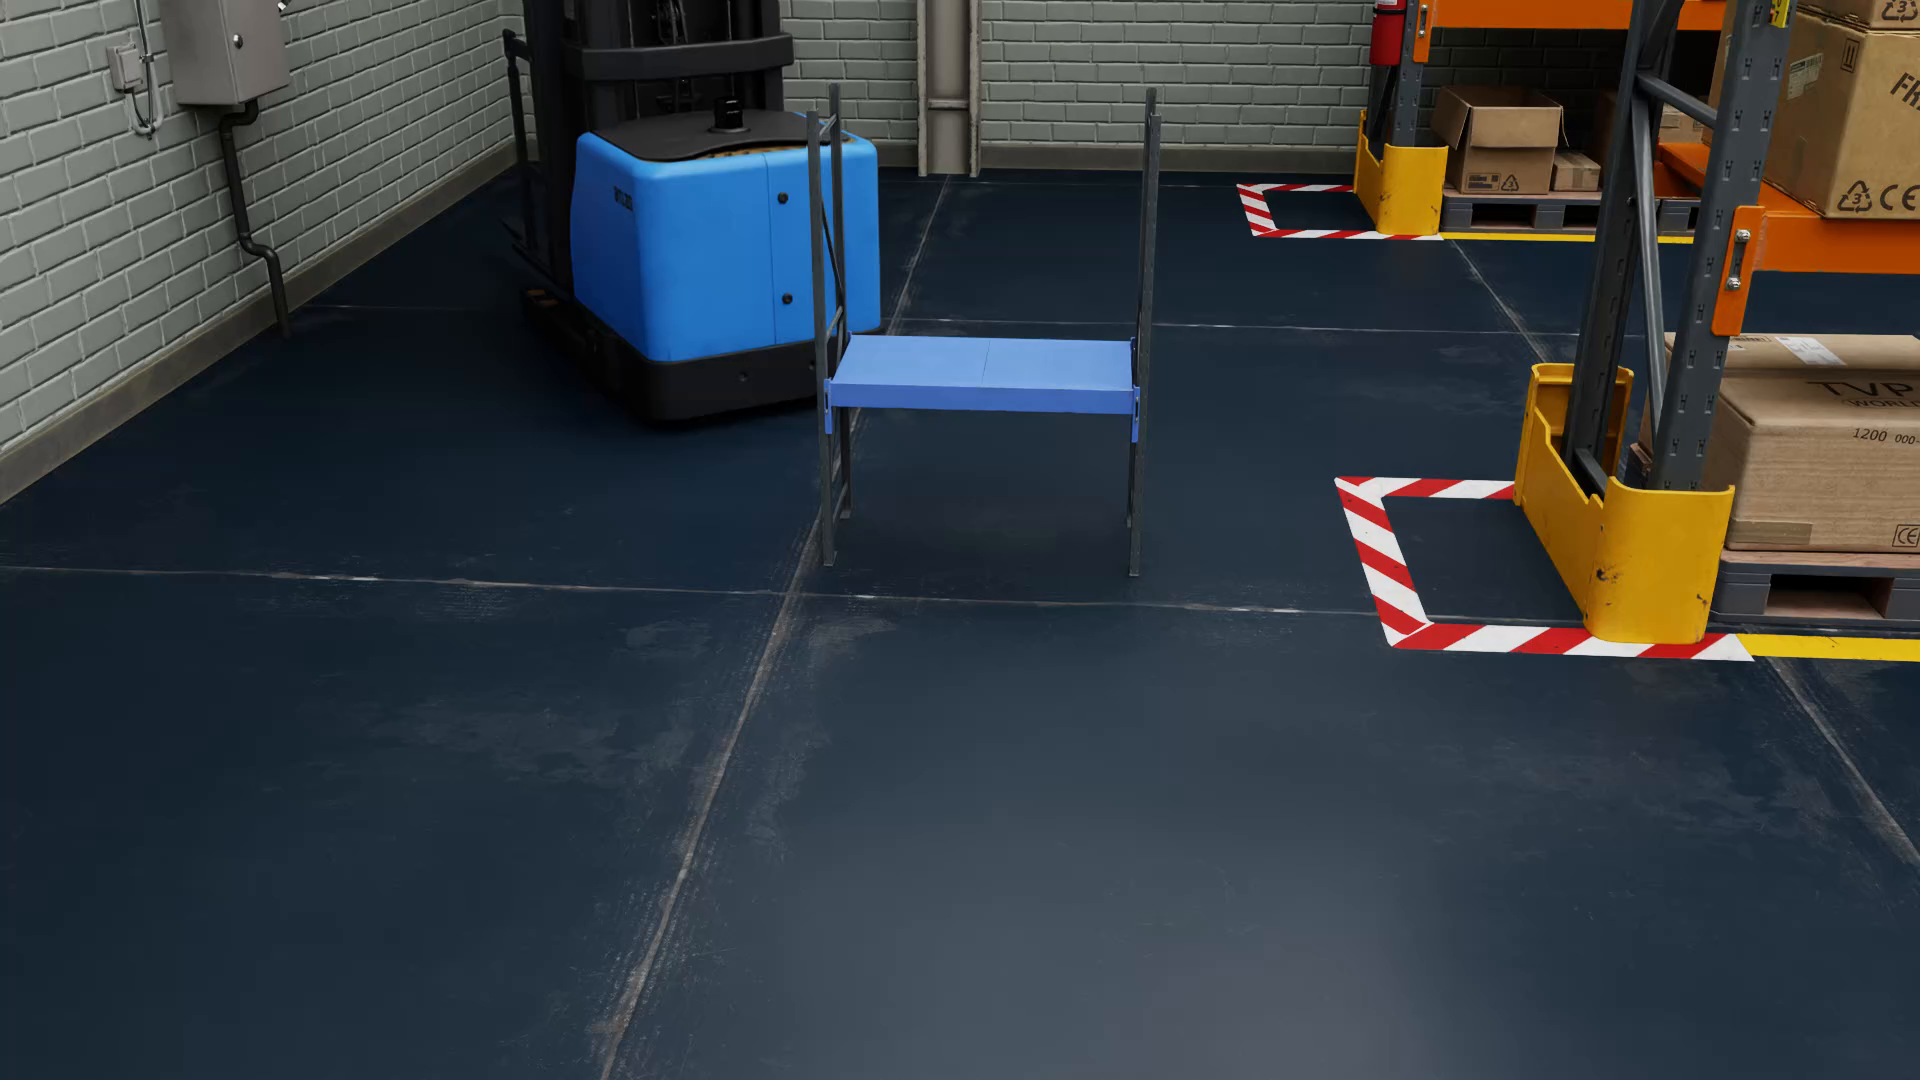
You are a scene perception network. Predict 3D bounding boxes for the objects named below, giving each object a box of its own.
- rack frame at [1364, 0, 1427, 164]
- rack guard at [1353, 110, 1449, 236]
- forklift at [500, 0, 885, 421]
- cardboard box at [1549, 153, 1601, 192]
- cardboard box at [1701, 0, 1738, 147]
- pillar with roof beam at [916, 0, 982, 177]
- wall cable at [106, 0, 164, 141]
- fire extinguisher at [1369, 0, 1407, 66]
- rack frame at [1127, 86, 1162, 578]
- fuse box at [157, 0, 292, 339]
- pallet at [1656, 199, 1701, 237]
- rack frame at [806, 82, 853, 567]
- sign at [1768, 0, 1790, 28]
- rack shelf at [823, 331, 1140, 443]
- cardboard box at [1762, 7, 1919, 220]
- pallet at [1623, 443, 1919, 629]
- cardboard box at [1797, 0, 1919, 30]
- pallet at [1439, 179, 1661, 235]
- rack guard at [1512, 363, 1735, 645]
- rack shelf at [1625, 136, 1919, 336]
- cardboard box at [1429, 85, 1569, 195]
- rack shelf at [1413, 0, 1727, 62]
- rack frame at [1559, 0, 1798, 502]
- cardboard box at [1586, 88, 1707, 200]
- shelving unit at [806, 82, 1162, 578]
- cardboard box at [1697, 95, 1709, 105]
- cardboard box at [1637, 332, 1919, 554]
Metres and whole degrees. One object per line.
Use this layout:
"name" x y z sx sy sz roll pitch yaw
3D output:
"rack frame" 2.550 -3.358 9.460 0.127 3.000 1.000 2 25 4
"rack guard" 2.626 -2.220 9.977 0.348 0.500 1.175 2 25 4
"forklift" -1.464 -2.385 7.426 1.130 2.935 3.031 -13 28 -26
"cardboard box" 3.574 -2.165 9.775 0.250 0.149 0.380 1 25 2
"cardboard box" 2.675 -1.430 5.149 0.500 0.500 0.500 2 25 4
"pillar with roof beam" -0.398 -4.751 5.311 0.400 9.000 9.100 2 25 4
"wall cable" -3.353 -2.513 6.408 0.122 1.984 0.588 2 25 4
"fire extinguisher" 2.368 -2.966 9.146 0.183 0.674 0.296 2 25 4
"rack frame" 0.592 -0.662 5.395 0.032 1.500 0.500 2 25 4
"fuse box" -3.144 -1.746 7.497 0.414 1.711 0.539 2 25 4
"pallet" 4.634 -2.024 9.896 1.213 0.211 1.003 2 25 4
"rack frame" -0.422 -0.695 5.466 0.032 1.500 0.500 2 25 4
"sign" 2.126 -1.488 4.264 0.005 0.325 0.100 2 25 4
"rack shelf" 0.085 -0.515 5.506 1.000 0.185 0.538 2 25 4
"cardboard box" 2.631 -1.200 4.649 0.500 0.500 0.500 2 25 4
"pallet" 2.977 -0.030 5.562 1.213 0.211 1.003 2 25 4
"cardboard box" 2.631 -1.655 4.442 0.500 0.500 0.500 1 25 3
"pallet" 3.421 -2.064 9.983 1.213 0.211 1.003 2 25 4
"rack guard" 2.150 -0.155 5.488 0.348 0.500 1.175 2 25 4
"rack shelf" 4.168 -0.899 4.975 4.000 0.370 1.077 2 25 4
"cardboard box" 3.153 -2.356 9.766 0.637 0.503 0.797 1 25 2
"rack shelf" 4.545 -2.968 9.471 4.000 0.370 1.077 2 25 4
"rack frame" 2.174 -1.289 4.964 0.127 3.000 1.000 2 25 4
"cardboard box" 4.002 -2.311 9.672 0.500 0.500 0.700 3 25 6
"shelving unit" 0.085 -0.679 5.431 1.048 1.500 0.538 2 25 4
"cardboard box" 4.522 -2.252 9.544 0.500 0.500 0.500 2 25 5
"cardboard box" 2.840 -0.337 5.456 0.875 0.438 0.875 1 25 2
